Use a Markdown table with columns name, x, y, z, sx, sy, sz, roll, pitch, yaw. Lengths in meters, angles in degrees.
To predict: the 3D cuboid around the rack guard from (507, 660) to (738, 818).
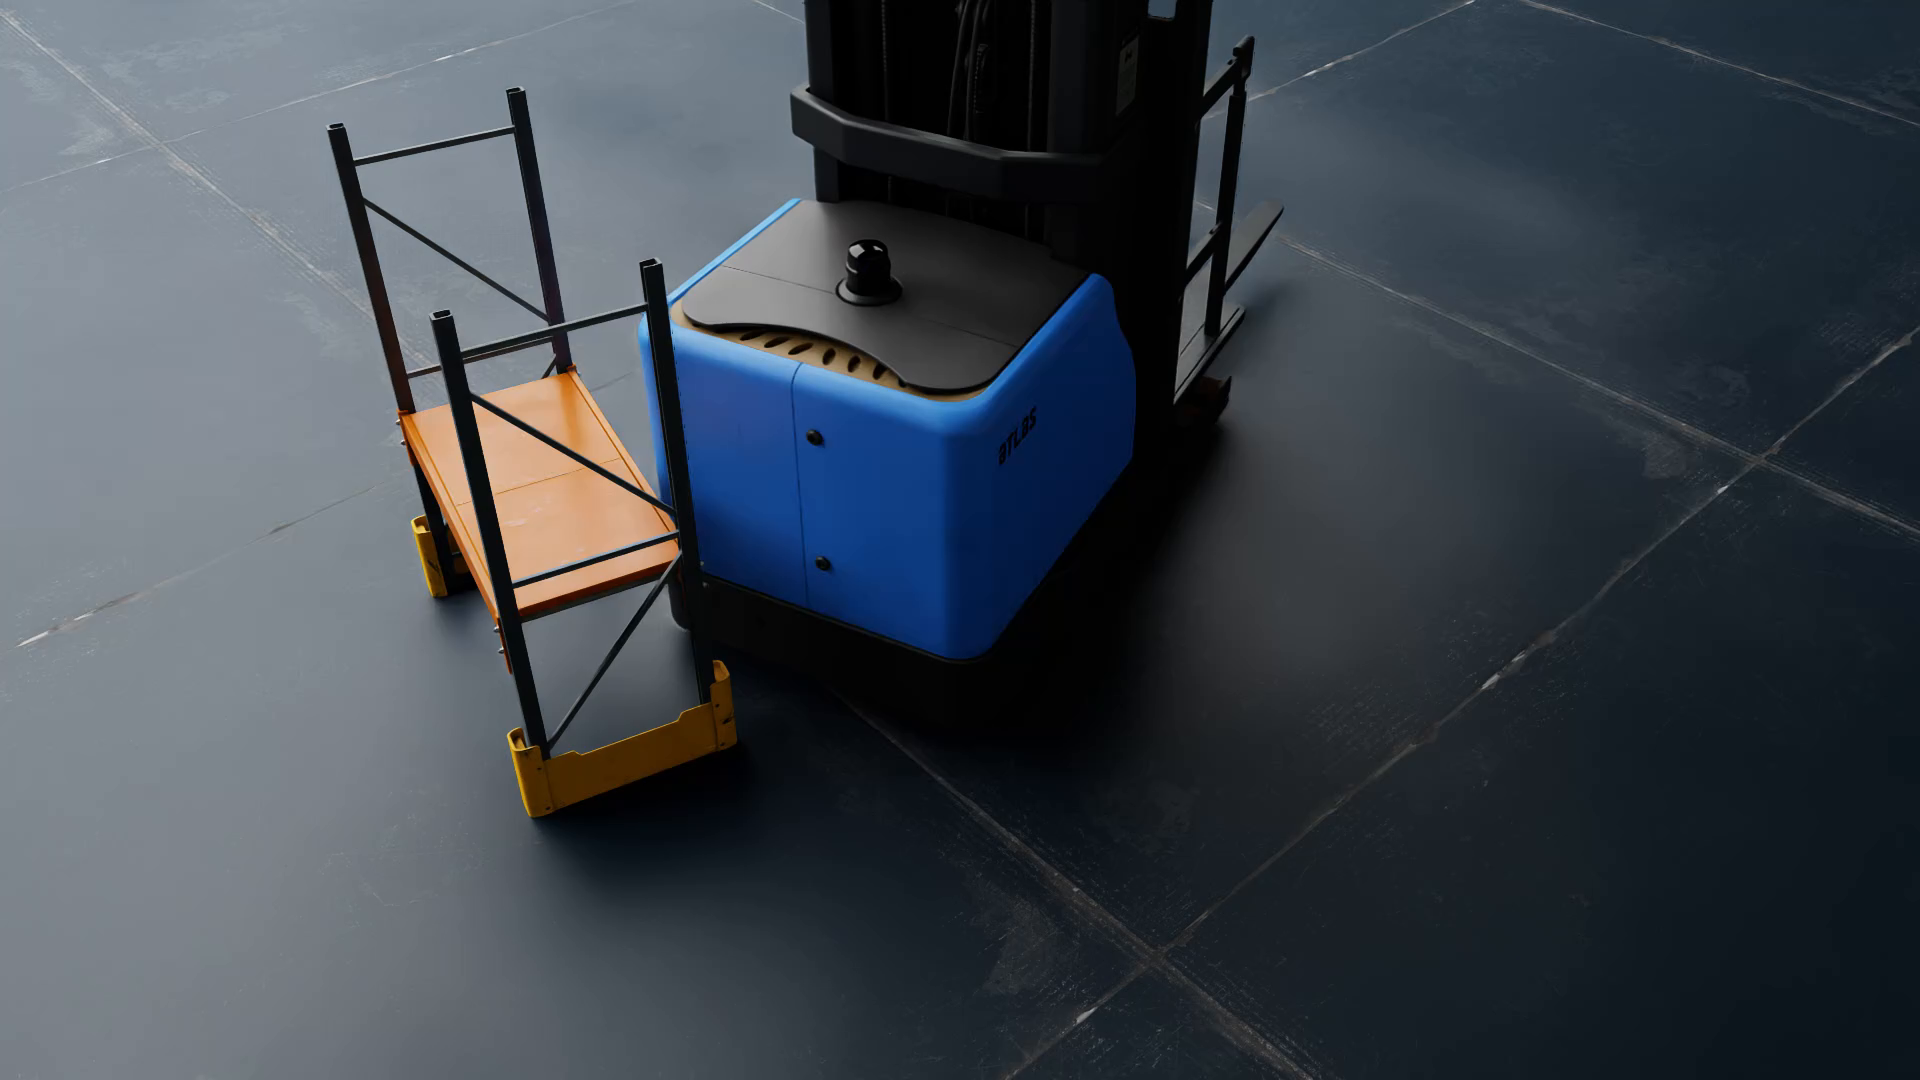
| name | x | y | z | sx | sy | sz | roll | pitch | yaw |
| --- | --- | --- | --- | --- | --- | --- | --- | --- | --- |
| rack guard | -0.882 | 0.524 | 4.402 | 0.587 | 0.250 | 0.087 | -19 | 42 | -22 |

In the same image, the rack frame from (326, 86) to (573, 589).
| name | x | y | z | sx | sy | sz | roll | pitch | yaw |
| --- | --- | --- | --- | --- | --- | --- | --- | --- | --- |
| rack frame | -1.353 | -0.515 | 4.693 | 0.500 | 1.500 | 0.032 | -19 | 42 | -22 |

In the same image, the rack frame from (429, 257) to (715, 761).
| name | x | y | z | sx | sy | sz | roll | pitch | yaw |
| --- | --- | --- | --- | --- | --- | --- | --- | --- | --- |
| rack frame | -0.873 | 0.049 | 3.996 | 0.500 | 1.500 | 0.032 | -19 | 42 | -22 |

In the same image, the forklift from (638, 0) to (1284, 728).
| name | x | y | z | sx | sy | sz | roll | pitch | yaw |
| --- | --- | --- | --- | --- | --- | --- | --- | --- | --- |
| forklift | 0.279 | -1.547 | 4.833 | 1.130 | 2.935 | 3.031 | 18 | 42 | 21 |

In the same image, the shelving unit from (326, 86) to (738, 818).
| name | x | y | z | sx | sy | sz | roll | pitch | yaw |
| --- | --- | --- | --- | --- | --- | --- | --- | --- | --- |
| shelving unit | -1.118 | -0.238 | 4.351 | 0.587 | 1.500 | 1.083 | -19 | 42 | -22 |

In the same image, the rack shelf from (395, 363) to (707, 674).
| name | x | y | z | sx | sy | sz | roll | pitch | yaw |
| --- | --- | --- | --- | --- | --- | --- | --- | --- | --- |
| rack shelf | -1.113 | -0.093 | 4.458 | 0.538 | 0.185 | 1.000 | -19 | 42 | -22 |

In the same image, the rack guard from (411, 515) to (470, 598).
| name | x | y | z | sx | sy | sz | roll | pitch | yaw |
| --- | --- | --- | --- | --- | --- | --- | --- | --- | --- |
| rack guard | -1.353 | -0.028 | 5.085 | 0.587 | 0.250 | 0.087 | -19 | 42 | -22 |
